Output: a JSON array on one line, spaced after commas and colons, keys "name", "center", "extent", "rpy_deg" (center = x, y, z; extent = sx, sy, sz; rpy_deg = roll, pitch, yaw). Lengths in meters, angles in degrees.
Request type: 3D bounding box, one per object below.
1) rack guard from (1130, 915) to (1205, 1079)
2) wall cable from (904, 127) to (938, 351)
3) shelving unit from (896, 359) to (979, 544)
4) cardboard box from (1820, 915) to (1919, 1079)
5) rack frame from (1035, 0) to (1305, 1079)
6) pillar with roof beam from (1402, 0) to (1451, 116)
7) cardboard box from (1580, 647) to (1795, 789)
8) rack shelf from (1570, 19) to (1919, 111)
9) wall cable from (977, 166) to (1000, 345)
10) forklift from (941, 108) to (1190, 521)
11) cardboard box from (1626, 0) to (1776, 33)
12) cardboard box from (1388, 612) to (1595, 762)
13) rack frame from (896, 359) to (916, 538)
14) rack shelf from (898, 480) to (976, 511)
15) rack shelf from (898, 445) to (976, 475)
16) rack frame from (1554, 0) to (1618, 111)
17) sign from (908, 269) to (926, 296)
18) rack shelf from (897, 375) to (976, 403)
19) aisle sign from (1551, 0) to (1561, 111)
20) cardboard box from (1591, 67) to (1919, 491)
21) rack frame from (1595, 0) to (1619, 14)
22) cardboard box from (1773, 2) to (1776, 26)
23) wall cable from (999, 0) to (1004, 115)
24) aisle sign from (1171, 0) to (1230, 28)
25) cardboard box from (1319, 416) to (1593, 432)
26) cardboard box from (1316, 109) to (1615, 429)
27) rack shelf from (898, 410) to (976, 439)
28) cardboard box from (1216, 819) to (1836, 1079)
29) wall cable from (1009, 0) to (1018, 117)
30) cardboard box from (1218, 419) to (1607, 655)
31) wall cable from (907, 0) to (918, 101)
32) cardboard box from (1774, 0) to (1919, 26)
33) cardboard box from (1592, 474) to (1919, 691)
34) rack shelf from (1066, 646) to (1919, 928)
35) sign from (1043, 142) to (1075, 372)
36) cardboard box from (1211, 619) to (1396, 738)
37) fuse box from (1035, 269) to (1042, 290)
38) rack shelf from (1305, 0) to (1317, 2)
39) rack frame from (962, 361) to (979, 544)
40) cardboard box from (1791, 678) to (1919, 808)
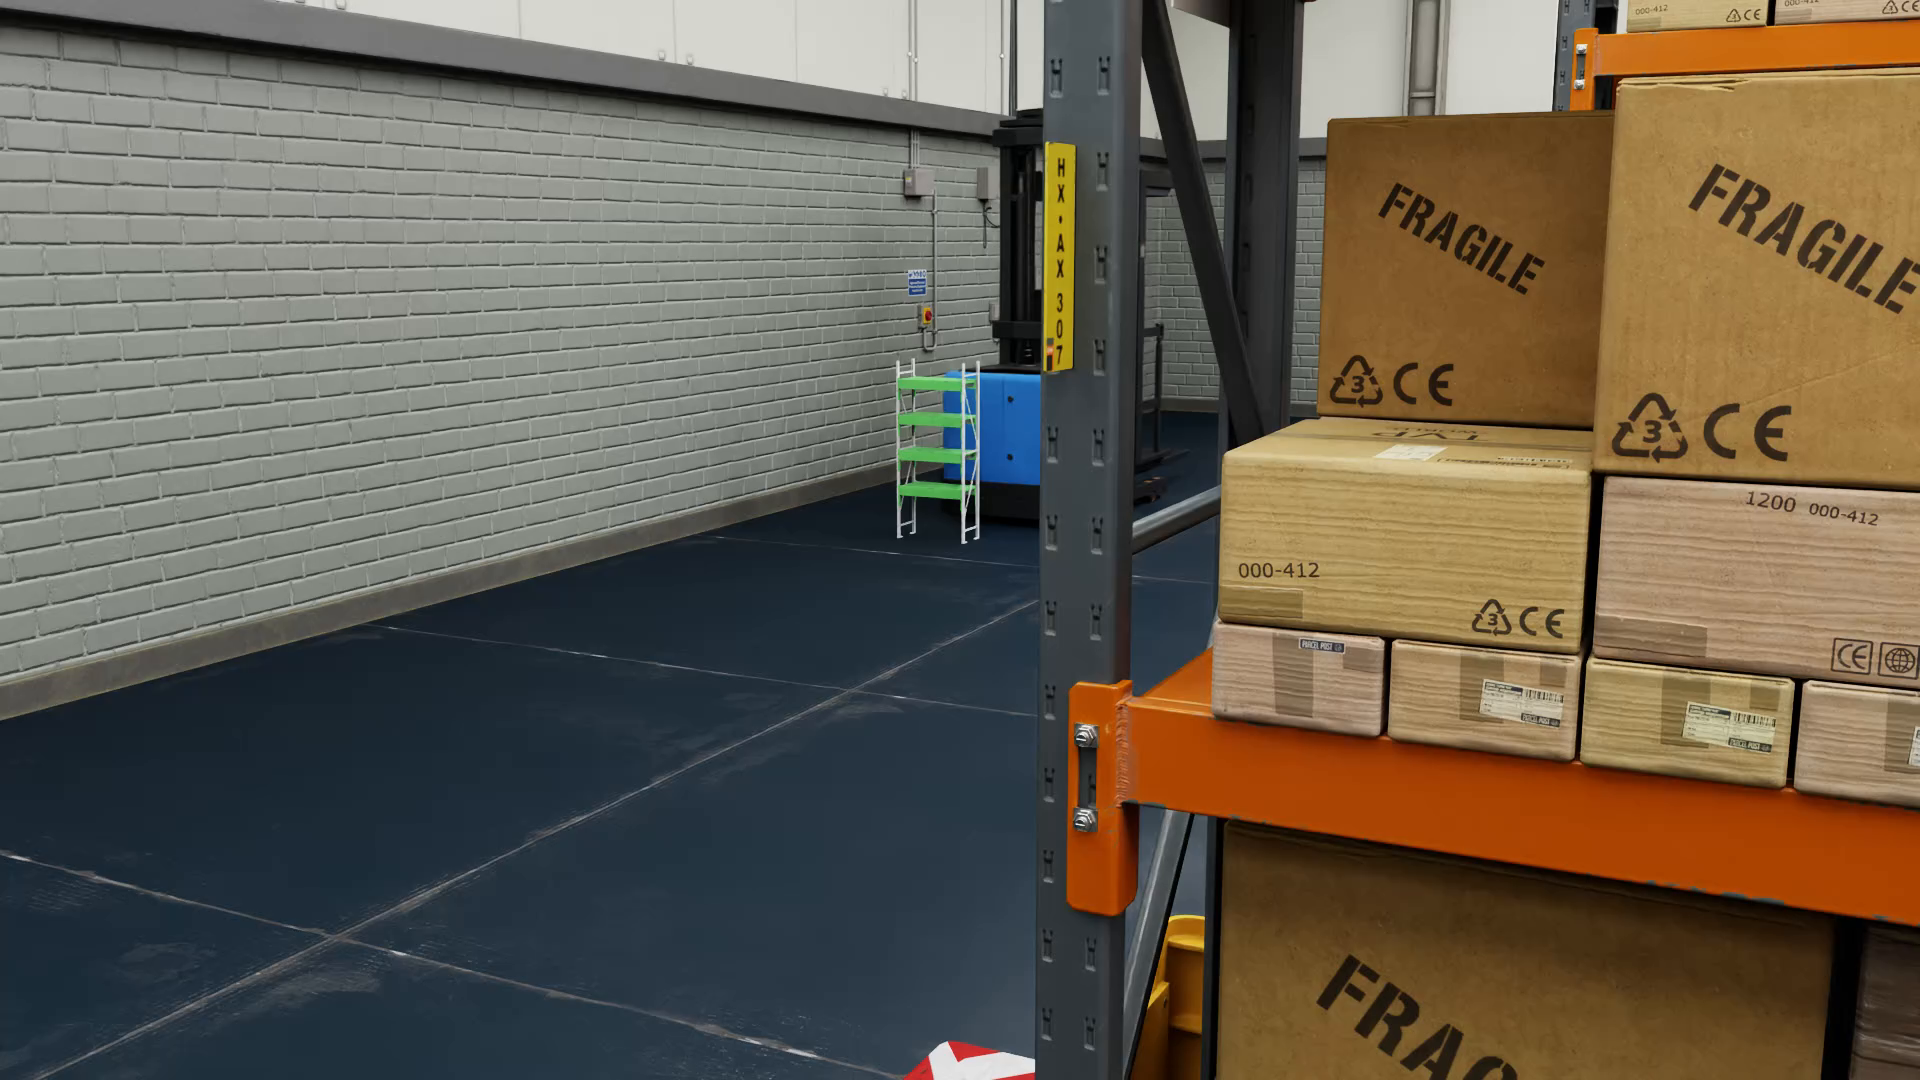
[{"name": "rack guard", "center": [0.374, 1.195, 3.226], "extent": [0.348, 0.500, 1.175], "rpy_deg": [5, 11, 26]}, {"name": "wall cable", "center": [-0.286, -2.572, 14.079], "extent": [0.123, 1.953, 0.585], "rpy_deg": [5, 11, 26]}, {"name": "shelving unit", "center": [-0.148, -0.603, 11.195], "extent": [0.503, 1.200, 0.258], "rpy_deg": [5, 11, 26]}, {"name": "cardboard box", "center": [1.821, 0.915, 2.540], "extent": [0.875, 0.875, 0.875], "rpy_deg": [5, 11, 26]}, {"name": "rack frame", "center": [0.397, -0.034, 2.996], "extent": [0.053, 2.616, 0.949], "rpy_deg": [5, 11, 26]}, {"name": "pillar with roof beam", "center": [3.050, -5.030, 13.756], "extent": [0.400, 9.000, 9.100], "rpy_deg": [5, 11, 26]}, {"name": "cardboard box", "center": [1.029, 0.211, 2.348], "extent": [0.250, 0.149, 0.380], "rpy_deg": [5, 11, 24]}, {"name": "rack shelf", "center": [4.475, -1.782, 6.252], "extent": [4.000, 0.370, 1.077], "rpy_deg": [5, 11, 26]}, {"name": "wall cable", "center": [0.331, -2.784, 15.339], "extent": [0.122, 1.984, 0.588], "rpy_deg": [5, 11, 26]}, {"name": "forklift", "center": [0.981, -1.774, 12.804], "extent": [1.130, 2.935, 3.031], "rpy_deg": [5, 11, 26]}, {"name": "cardboard box", "center": [2.971, -2.144, 6.651], "extent": [0.500, 0.250, 0.500], "rpy_deg": [5, 12, 28]}, {"name": "cardboard box", "center": [0.799, 0.191, 2.459], "extent": [0.250, 0.149, 0.380], "rpy_deg": [5, 11, 25]}, {"name": "rack frame", "center": [-0.367, -0.623, 11.302], "extent": [0.015, 1.200, 0.240], "rpy_deg": [5, 11, 26]}, {"name": "rack shelf", "center": [-0.148, -0.304, 11.250], "extent": [0.480, 0.148, 0.258], "rpy_deg": [5, 11, 26]}, {"name": "rack shelf", "center": [-0.148, -0.541, 11.207], "extent": [0.480, 0.148, 0.258], "rpy_deg": [5, 11, 26]}, {"name": "rack frame", "center": [2.681, -0.818, 7.326], "extent": [0.127, 3.000, 1.000], "rpy_deg": [5, 11, 26]}, {"name": "sign", "center": [-0.363, -2.187, 14.132], "extent": [0.001, 0.218, 0.327], "rpy_deg": [5, 11, 26]}, {"name": "rack shelf", "center": [-0.148, -1.013, 11.121], "extent": [0.480, 0.148, 0.258], "rpy_deg": [5, 11, 26]}, {"name": "aisle sign", "center": [2.483, -2.055, 6.861], "extent": [0.004, 0.787, 0.394], "rpy_deg": [5, 11, 26]}, {"name": "cardboard box", "center": [1.155, -0.355, 2.248], "extent": [0.500, 0.500, 0.500], "rpy_deg": [5, 11, 24]}, {"name": "rack frame", "center": [2.681, -3.770, 6.791], "extent": [0.127, 3.000, 1.000], "rpy_deg": [5, 11, 26]}, {"name": "cardboard box", "center": [3.206, -2.226, 7.107], "extent": [0.500, 0.250, 0.500], "rpy_deg": [5, 11, 25]}, {"name": "wall cable", "center": [-0.110, -5.091, 14.094], "extent": [0.029, 3.000, 2.355], "rpy_deg": [5, 11, 26]}, {"name": "aisle sign", "center": [0.464, -1.366, 3.057], "extent": [0.004, 0.787, 0.394], "rpy_deg": [5, 11, 26]}, {"name": "cardboard box", "center": [0.948, -0.110, 3.003], "extent": [0.500, 0.250, 0.500], "rpy_deg": [5, 11, 25]}, {"name": "cardboard box", "center": [0.949, -0.479, 2.933], "extent": [0.500, 0.500, 0.500], "rpy_deg": [5, 11, 27]}, {"name": "rack shelf", "center": [-0.148, -0.777, 11.164], "extent": [0.480, 0.148, 0.258], "rpy_deg": [5, 11, 26]}, {"name": "cardboard box", "center": [1.005, 0.843, 2.937], "extent": [0.875, 0.875, 0.875], "rpy_deg": [5, 11, 26]}, {"name": "wall cable", "center": [1.157, -5.552, 16.533], "extent": [0.133, 3.039, 2.988], "rpy_deg": [5, 11, 26]}, {"name": "cardboard box", "center": [0.707, -0.025, 2.532], "extent": [0.500, 0.250, 0.500], "rpy_deg": [5, 11, 24]}, {"name": "wall cable", "center": [-0.445, -4.972, 13.432], "extent": [0.029, 3.000, 0.463], "rpy_deg": [5, 11, 26]}, {"name": "cardboard box", "center": [3.441, -2.102, 6.418], "extent": [0.500, 0.250, 0.500], "rpy_deg": [5, 12, 28]}, {"name": "cardboard box", "center": [1.176, 0.015, 2.312], "extent": [0.500, 0.250, 0.500], "rpy_deg": [5, 11, 25]}, {"name": "rack shelf", "center": [2.189, 0.478, 2.186], "extent": [4.000, 0.370, 1.077], "rpy_deg": [5, 11, 26]}, {"name": "sign", "center": [0.145, -0.410, 2.422], "extent": [0.005, 0.325, 0.100], "rpy_deg": [5, 11, 26]}, {"name": "cardboard box", "center": [0.568, 0.171, 2.569], "extent": [0.250, 0.149, 0.380], "rpy_deg": [5, 11, 26]}, {"name": "fuse box", "center": [0.774, -1.747, 16.077], "extent": [0.414, 1.711, 0.539], "rpy_deg": [5, 11, 26]}, {"name": "rack shelf", "center": [2.189, -0.998, 1.919], "extent": [4.000, 0.370, 1.077], "rpy_deg": [5, 11, 26]}, {"name": "rack frame", "center": [0.070, -0.584, 11.089], "extent": [0.015, 1.200, 0.240], "rpy_deg": [5, 11, 26]}, {"name": "cardboard box", "center": [1.263, 0.231, 2.235], "extent": [0.250, 0.149, 0.380], "rpy_deg": [5, 11, 25]}]
